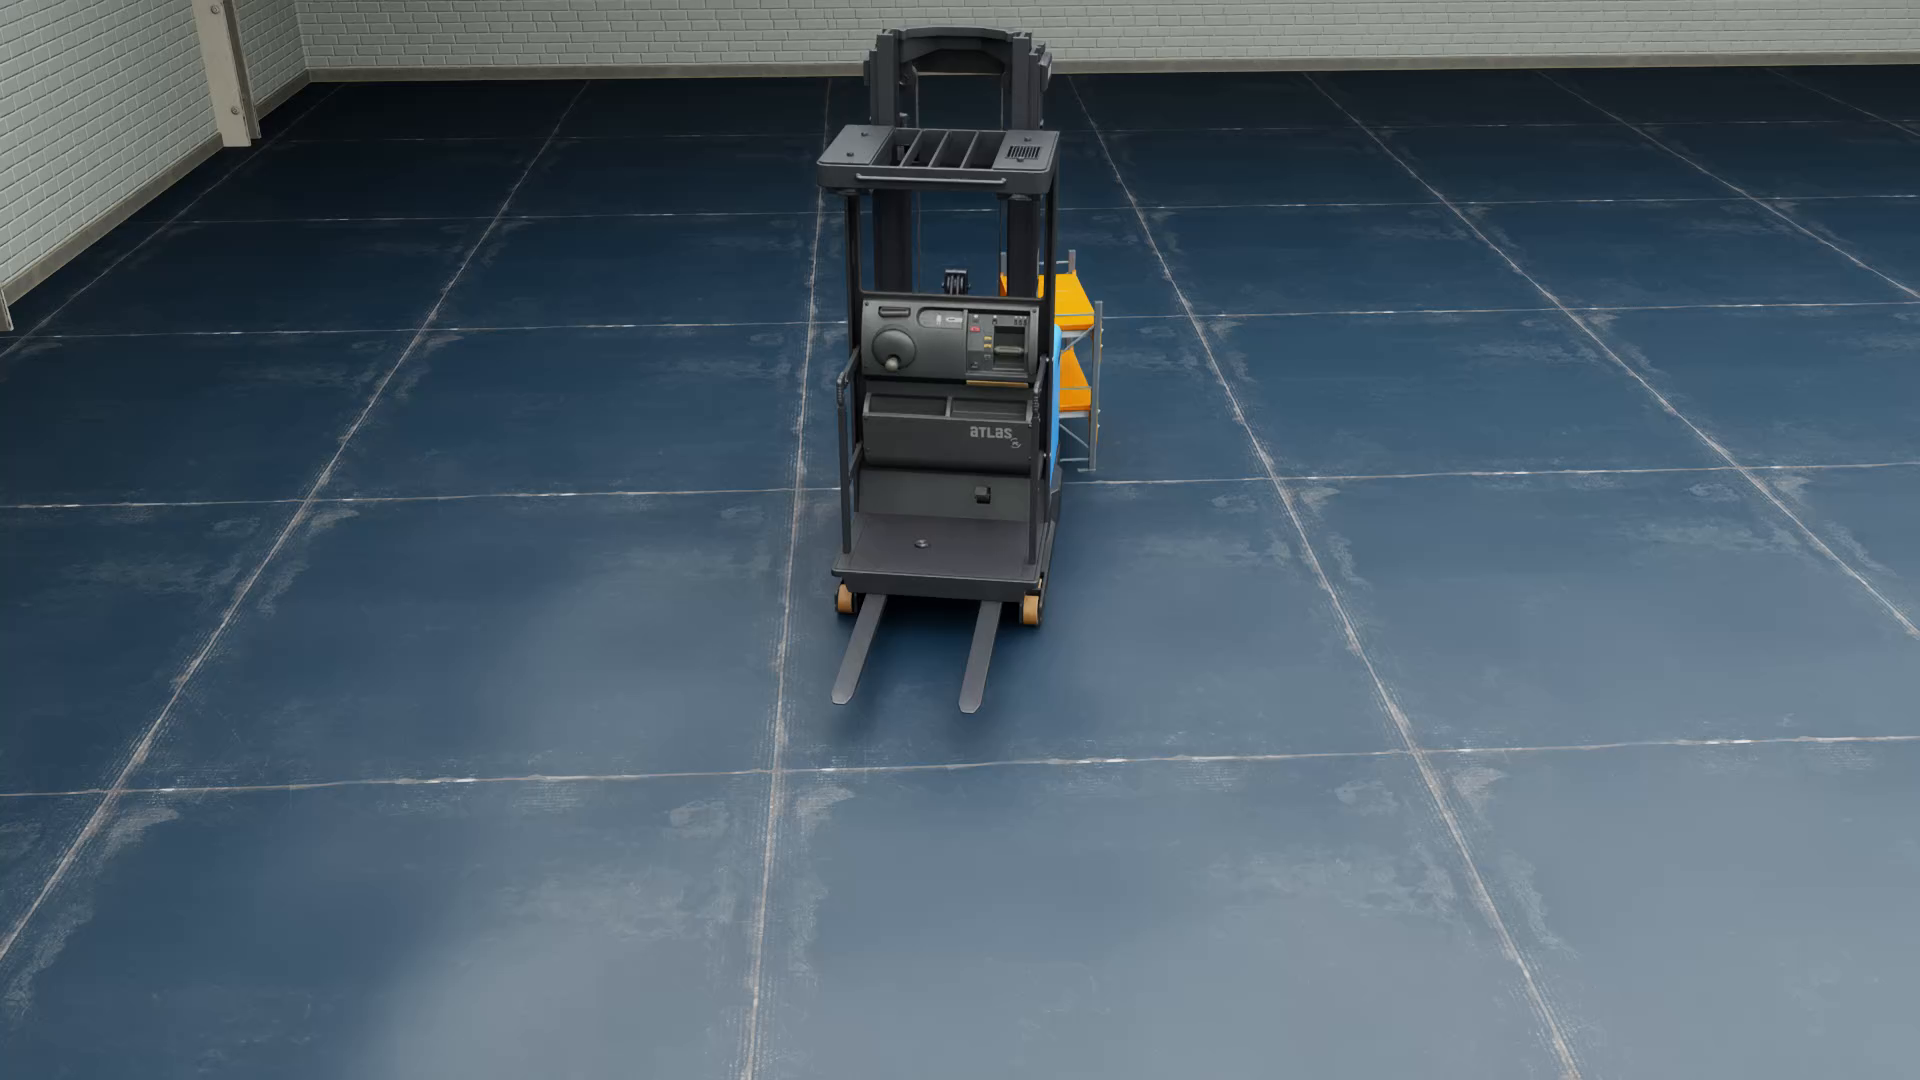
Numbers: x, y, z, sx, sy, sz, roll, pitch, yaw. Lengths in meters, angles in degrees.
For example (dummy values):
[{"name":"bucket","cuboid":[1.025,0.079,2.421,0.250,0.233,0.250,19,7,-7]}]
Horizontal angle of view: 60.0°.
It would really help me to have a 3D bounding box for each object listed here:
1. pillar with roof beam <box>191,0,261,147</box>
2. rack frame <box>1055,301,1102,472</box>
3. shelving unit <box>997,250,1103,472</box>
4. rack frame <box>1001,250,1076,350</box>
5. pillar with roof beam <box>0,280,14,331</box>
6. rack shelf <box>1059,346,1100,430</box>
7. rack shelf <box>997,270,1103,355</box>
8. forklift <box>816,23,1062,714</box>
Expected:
[{"name":"pillar with roof beam","cuboid":[-3.495,-8.413,16.149,9.100,9.000,0.400,-1,28,-3]},{"name":"rack frame","cuboid":[0.612,-0.936,10.328,0.500,1.125,0.032,-3,28,-5]},{"name":"shelving unit","cuboid":[0.562,-1.170,10.776,0.538,1.125,1.048,-3,28,-5]},{"name":"rack frame","cuboid":[0.513,-1.404,11.225,0.500,1.125,0.032,-3,28,-5]},{"name":"pillar with roof beam","cuboid":[-3.181,-5.642,10.836,9.100,9.000,0.400,-1,28,-3]},{"name":"rack shelf","cuboid":[0.562,-0.953,10.889,0.538,0.278,1.000,-3,28,-5]},{"name":"rack shelf","cuboid":[0.562,-1.429,10.641,0.538,0.278,1.000,-3,28,-5]},{"name":"forklift","cuboid":[-0.078,-1.012,8.520,1.130,2.935,3.031,3,28,6]}]
